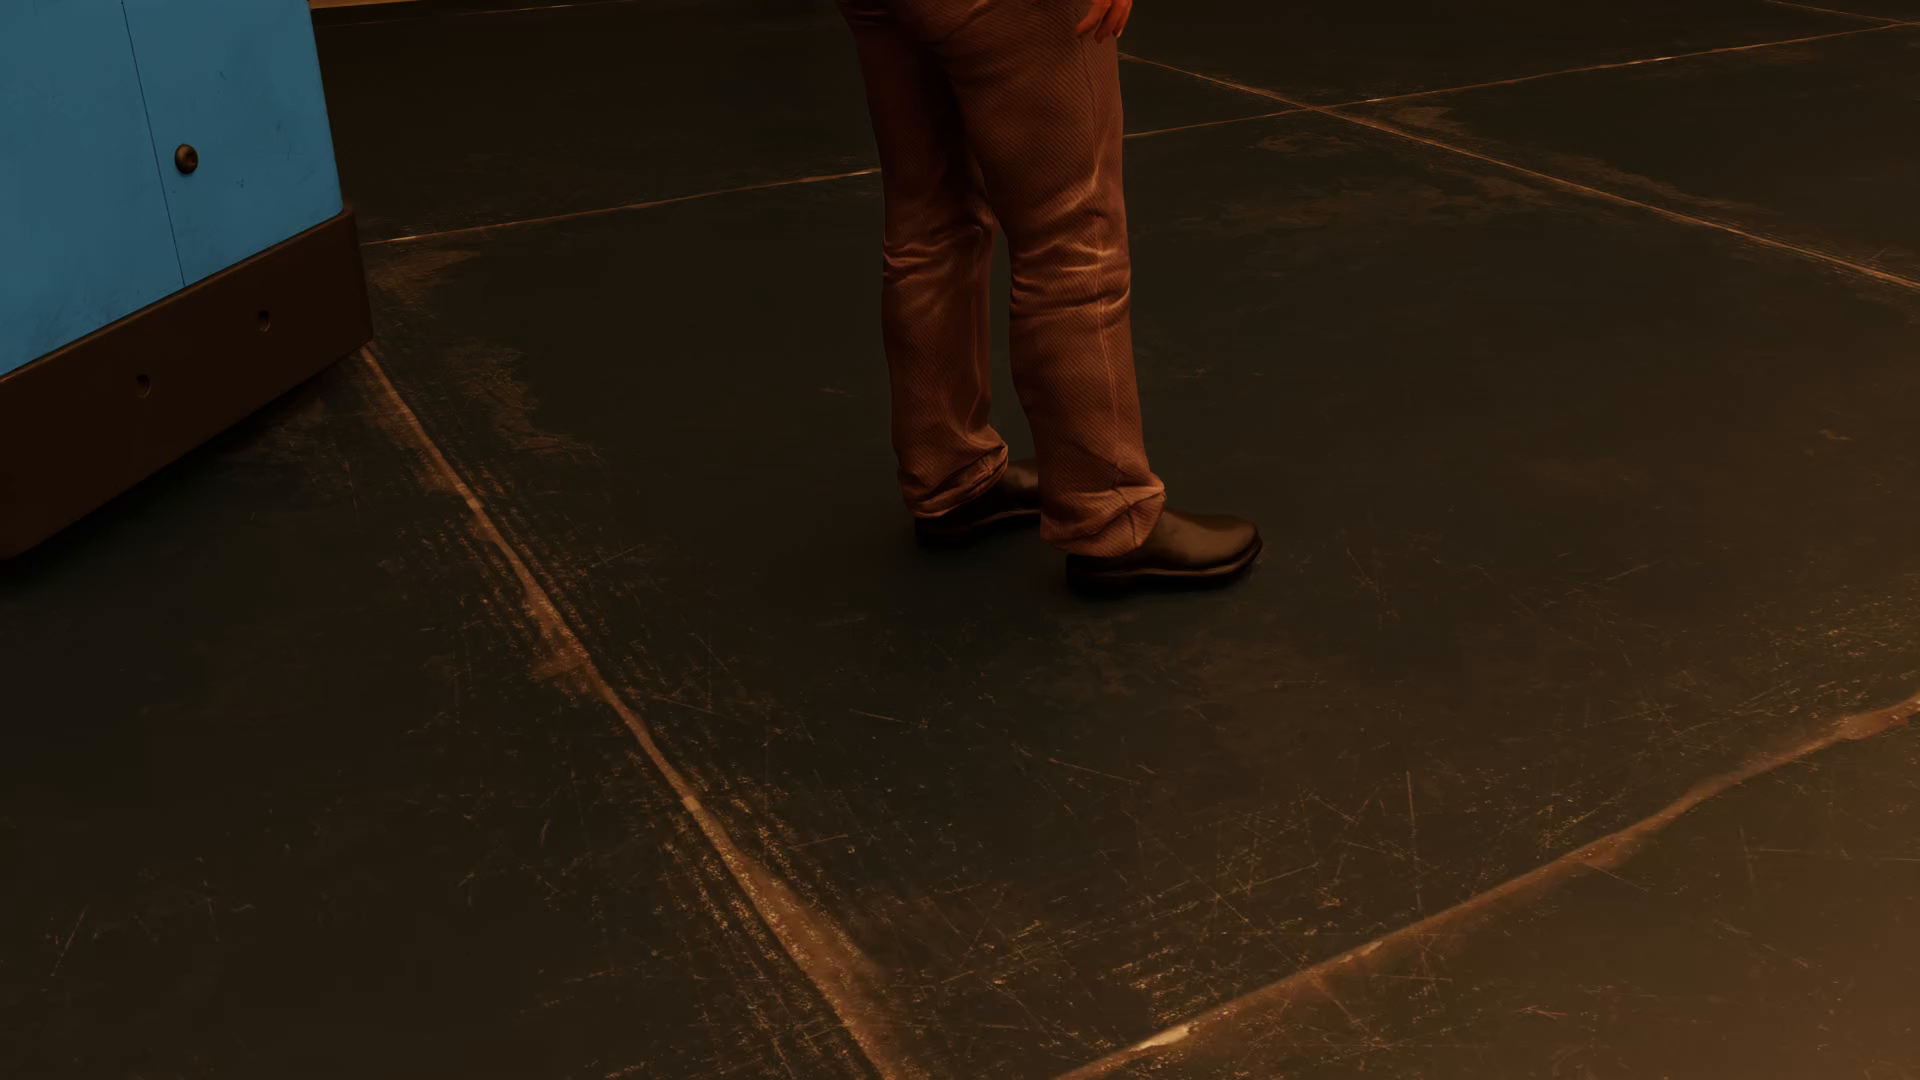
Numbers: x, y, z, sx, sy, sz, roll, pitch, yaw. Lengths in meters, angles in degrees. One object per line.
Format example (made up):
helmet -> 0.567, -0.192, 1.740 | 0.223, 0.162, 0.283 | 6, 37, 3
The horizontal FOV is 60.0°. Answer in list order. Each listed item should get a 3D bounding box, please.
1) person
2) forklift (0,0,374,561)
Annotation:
person -> 0.058, -0.785, 2.130 | 0.566, 1.722, 0.633 | -15, 30, -26
forklift -> -2.660, -1.582, 2.378 | 3.031, 2.935, 1.130 | 6, 28, 12
